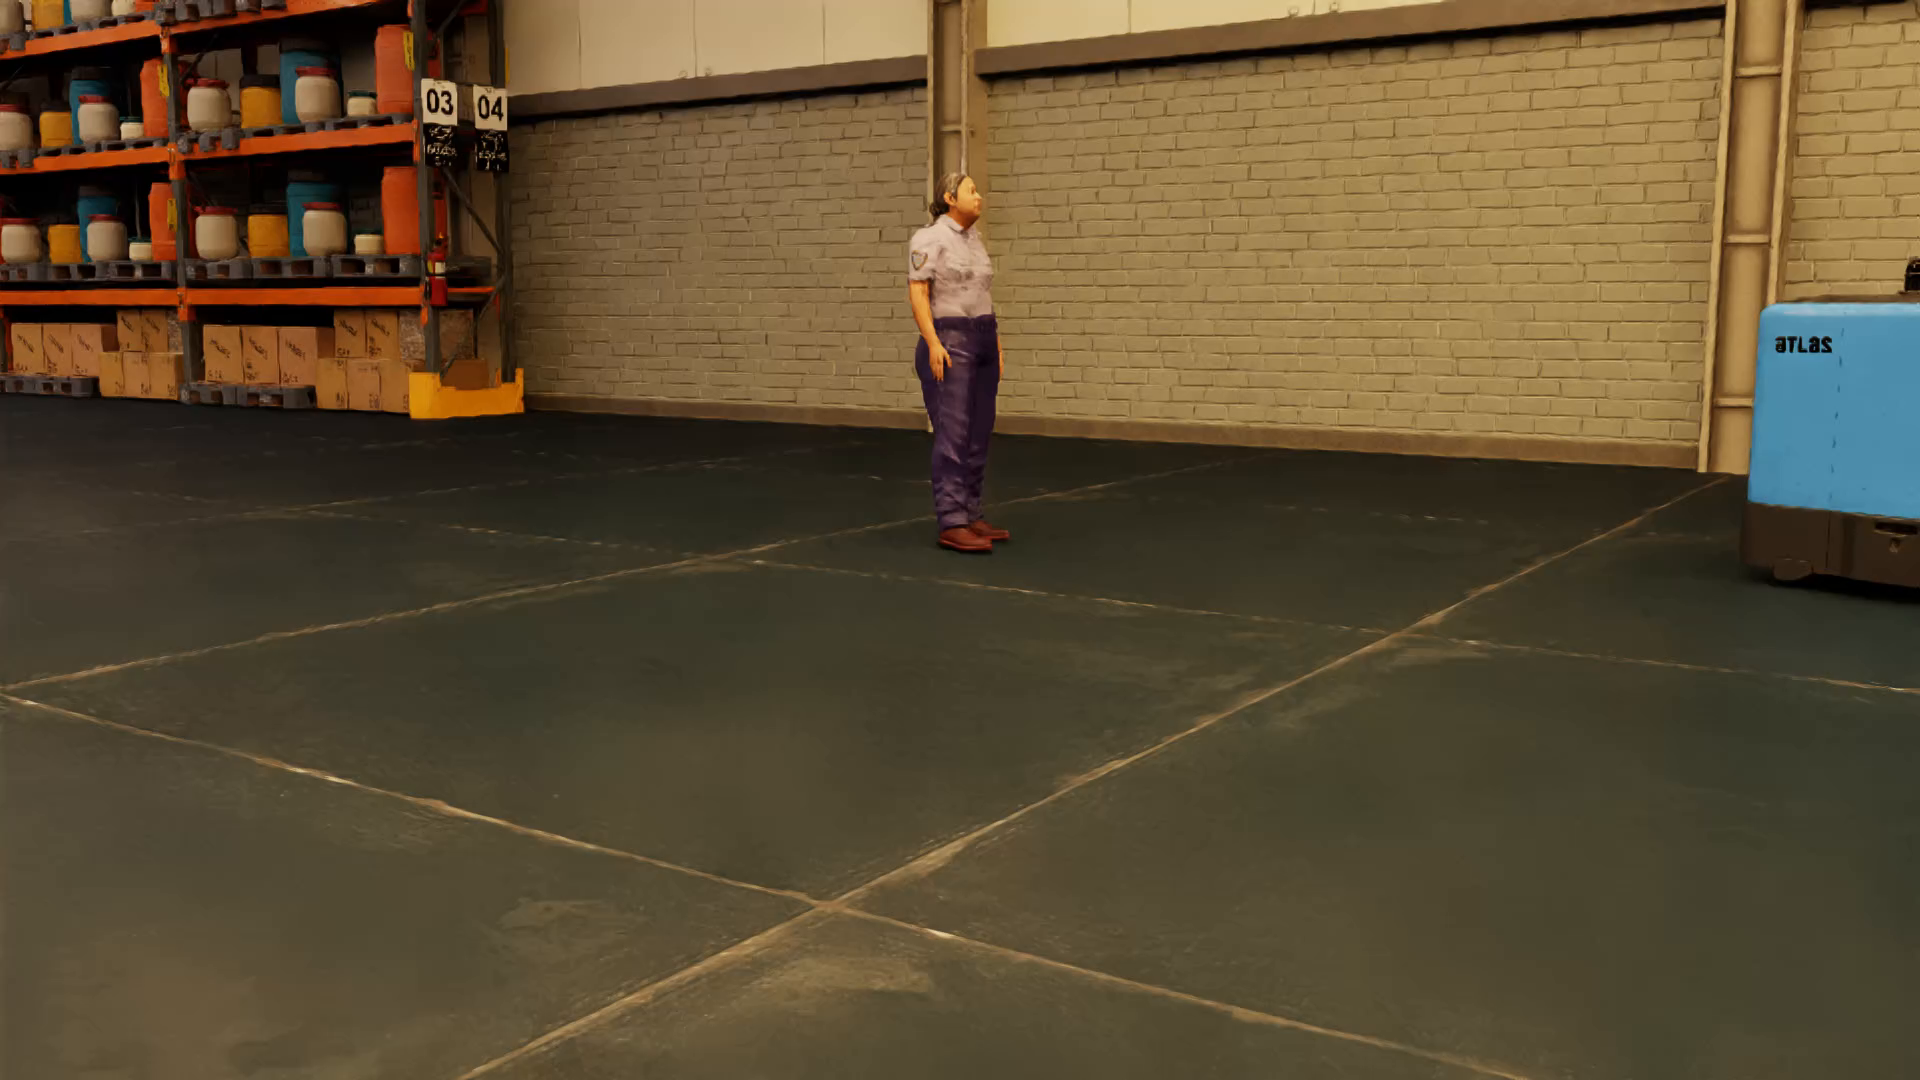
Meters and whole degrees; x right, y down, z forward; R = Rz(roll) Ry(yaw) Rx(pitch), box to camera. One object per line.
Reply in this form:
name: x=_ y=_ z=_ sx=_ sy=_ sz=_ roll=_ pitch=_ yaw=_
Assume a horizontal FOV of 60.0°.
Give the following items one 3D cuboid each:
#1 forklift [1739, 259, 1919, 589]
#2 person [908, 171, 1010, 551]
forklift: x=4.311 y=-1.165 z=5.386 sx=1.130 sy=2.935 sz=3.031 roll=-6 pitch=10 yaw=-36
person: x=0.062 y=-0.808 z=7.419 sx=0.502 sy=1.640 sz=0.599 roll=5 pitch=10 yaw=34
